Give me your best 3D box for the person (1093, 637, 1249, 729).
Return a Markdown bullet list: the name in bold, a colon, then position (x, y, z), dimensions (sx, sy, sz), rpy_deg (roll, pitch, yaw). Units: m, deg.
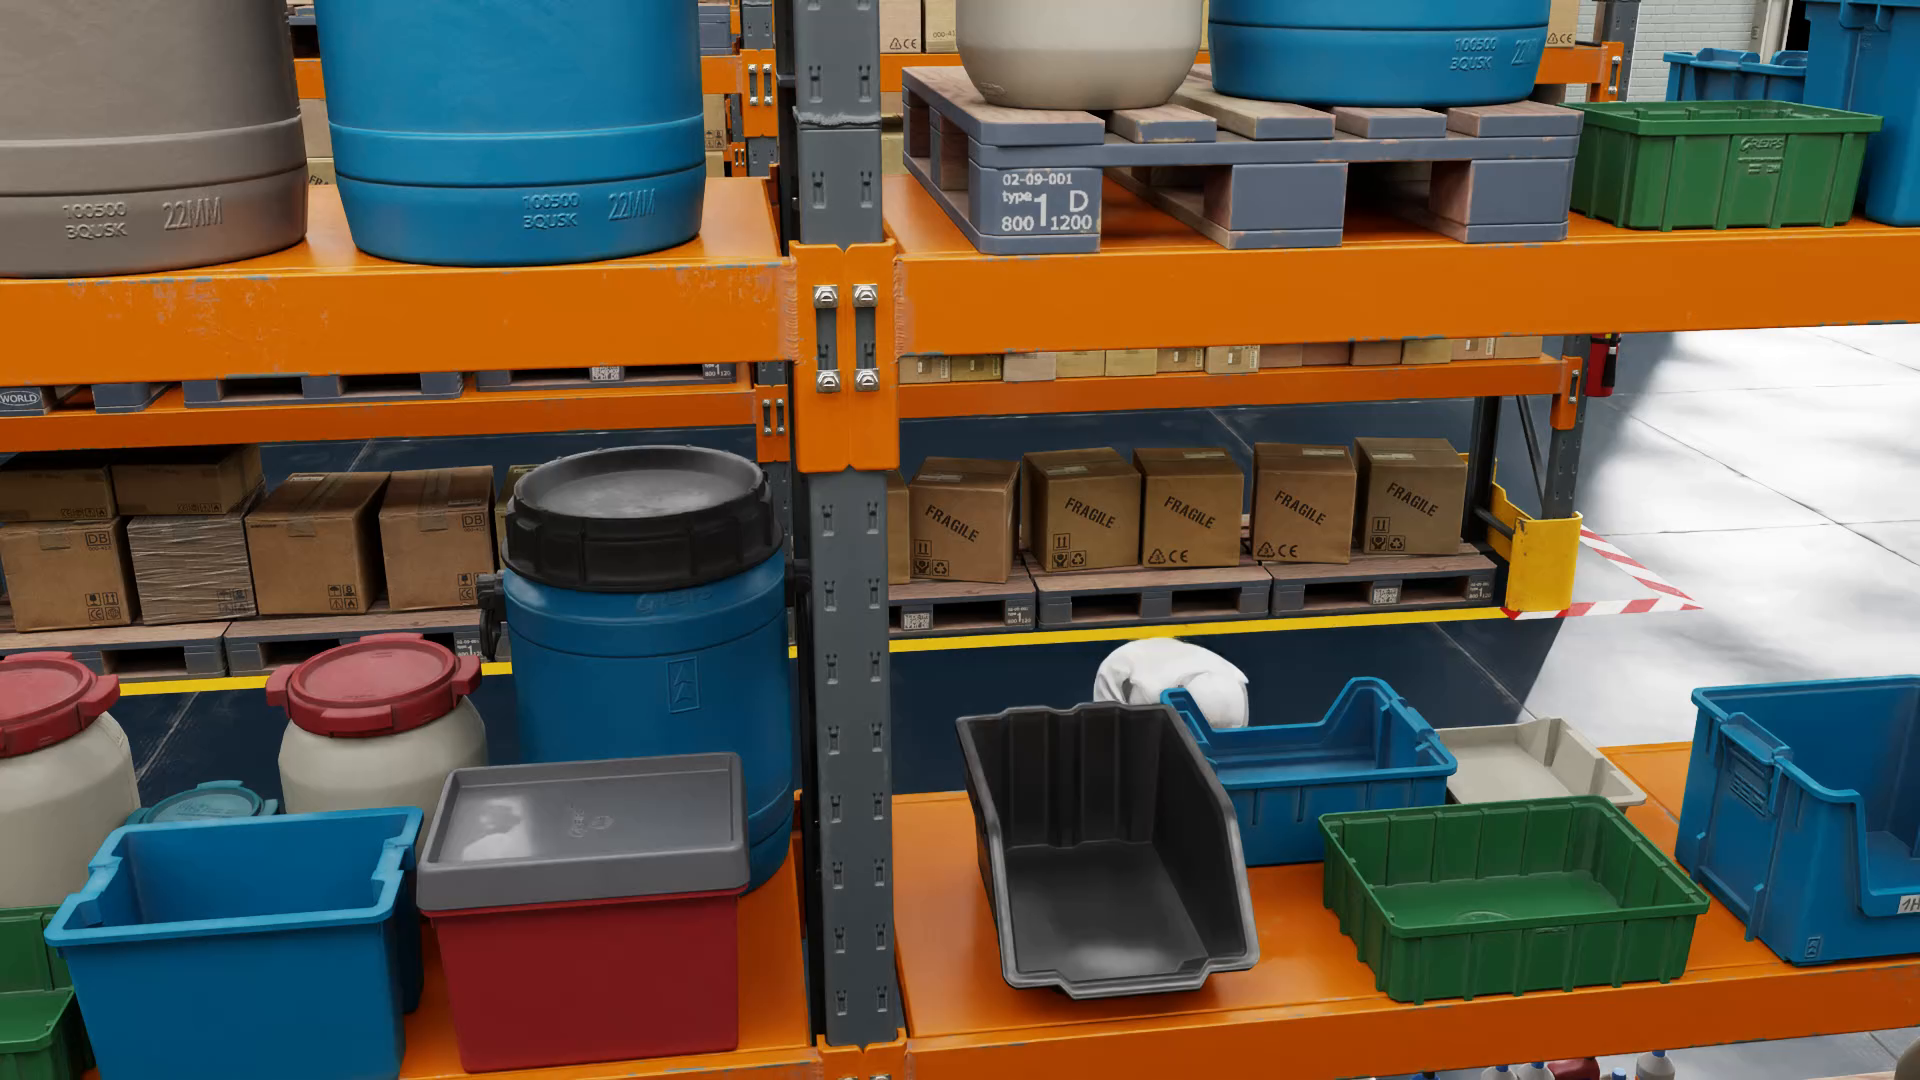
- **person**: position (0.825, 0.774, 6.454), dimensions (0.526, 0.860, 0.953), rpy_deg (-3, 20, -8)
